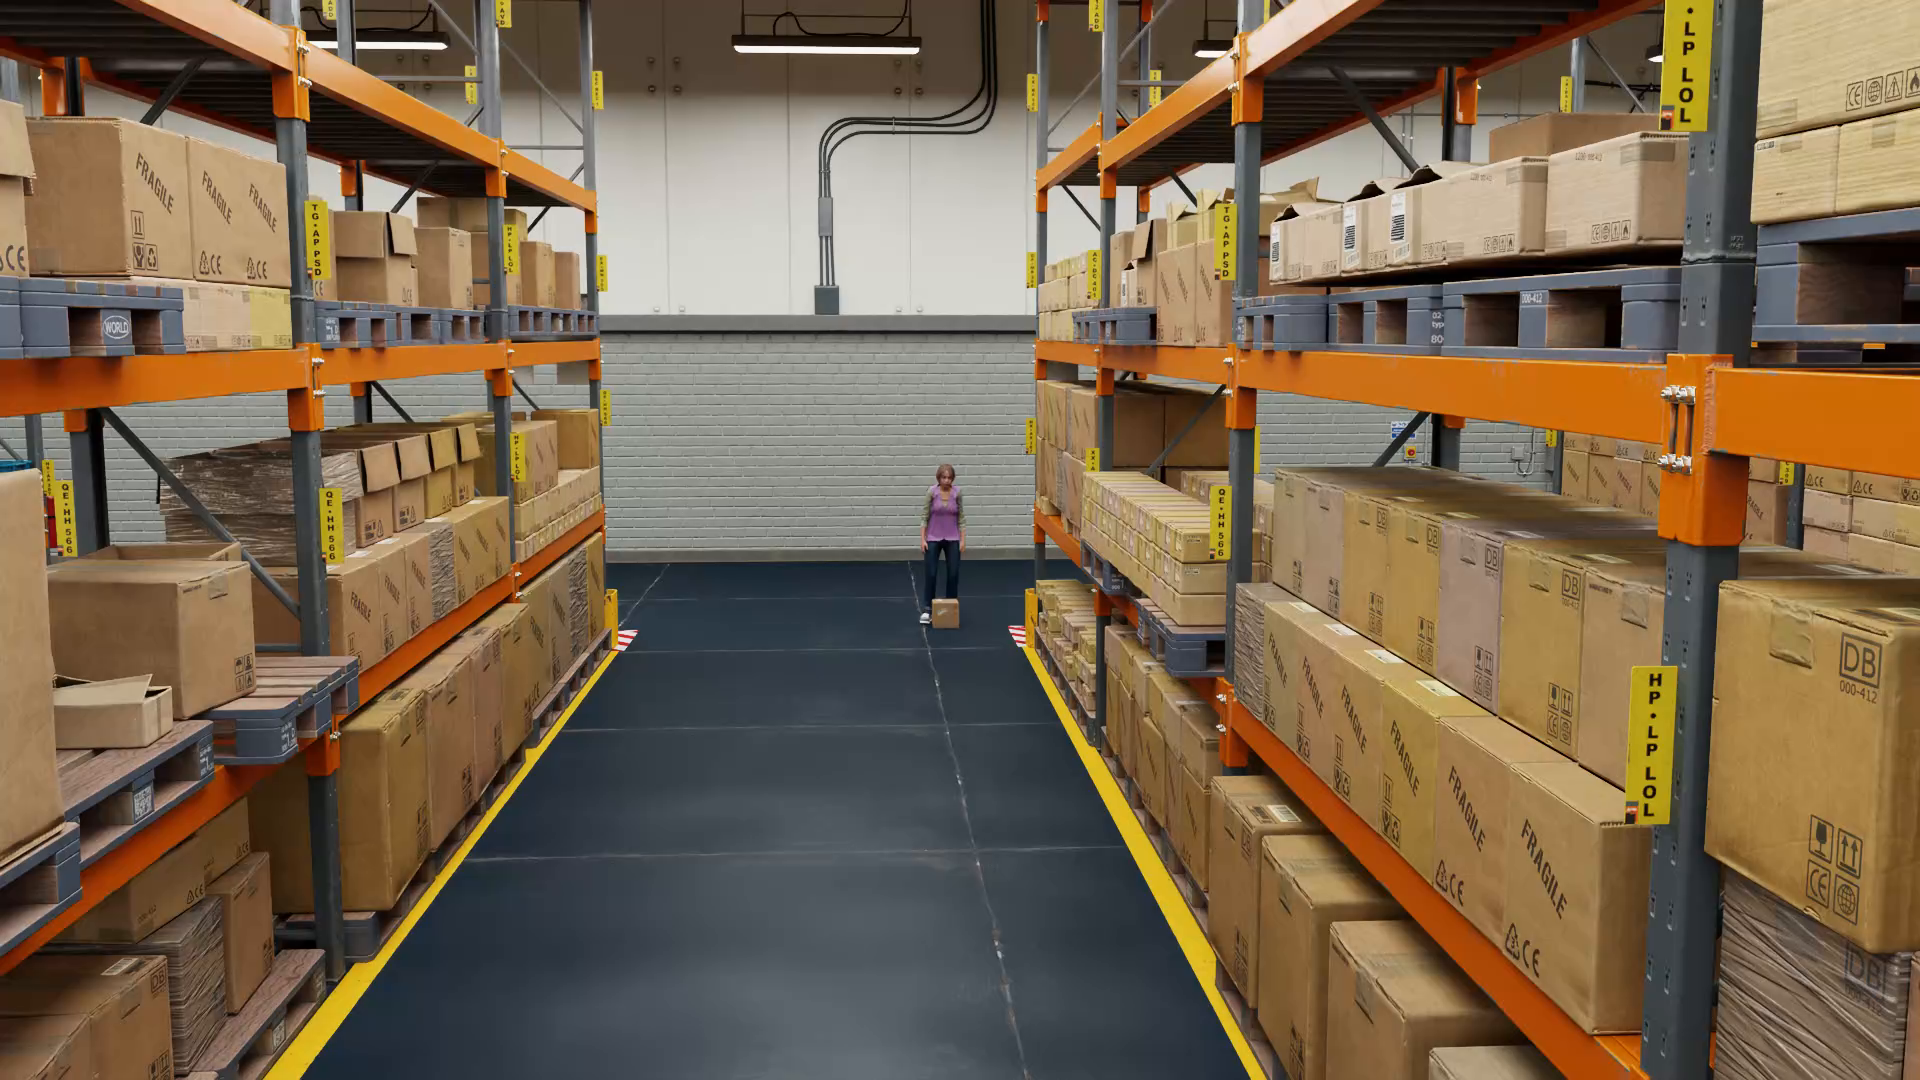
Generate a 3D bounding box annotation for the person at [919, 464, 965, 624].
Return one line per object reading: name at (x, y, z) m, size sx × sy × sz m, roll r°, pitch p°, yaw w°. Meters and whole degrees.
person at (-0.175, 0.032, 16.549) m, size 0.459 × 1.591 × 0.347 m, roll 0°, pitch 7°, yaw -4°
